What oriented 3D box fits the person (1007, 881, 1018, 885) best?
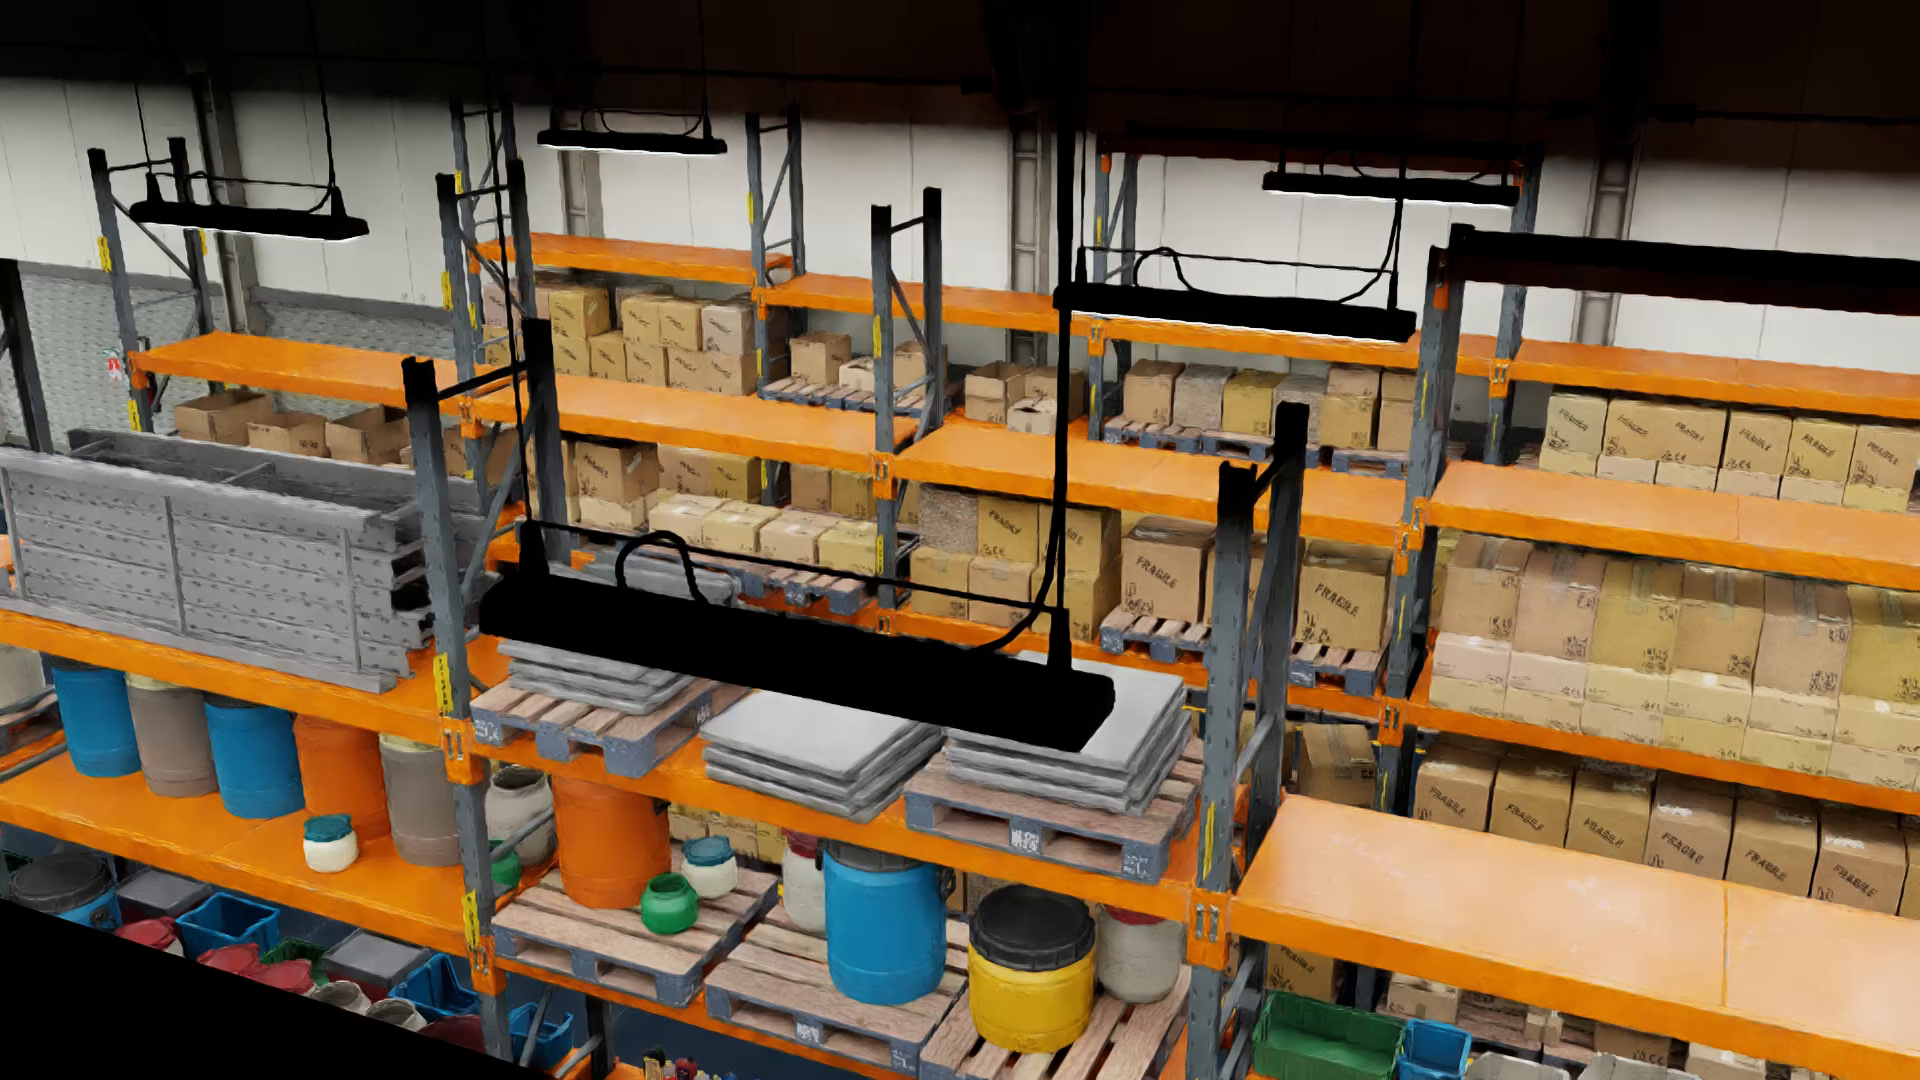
[{"bbox_3d":[0.468,3.150,11.831,1.193,1.698,0.598,10,23,24],"label":"person"}]
